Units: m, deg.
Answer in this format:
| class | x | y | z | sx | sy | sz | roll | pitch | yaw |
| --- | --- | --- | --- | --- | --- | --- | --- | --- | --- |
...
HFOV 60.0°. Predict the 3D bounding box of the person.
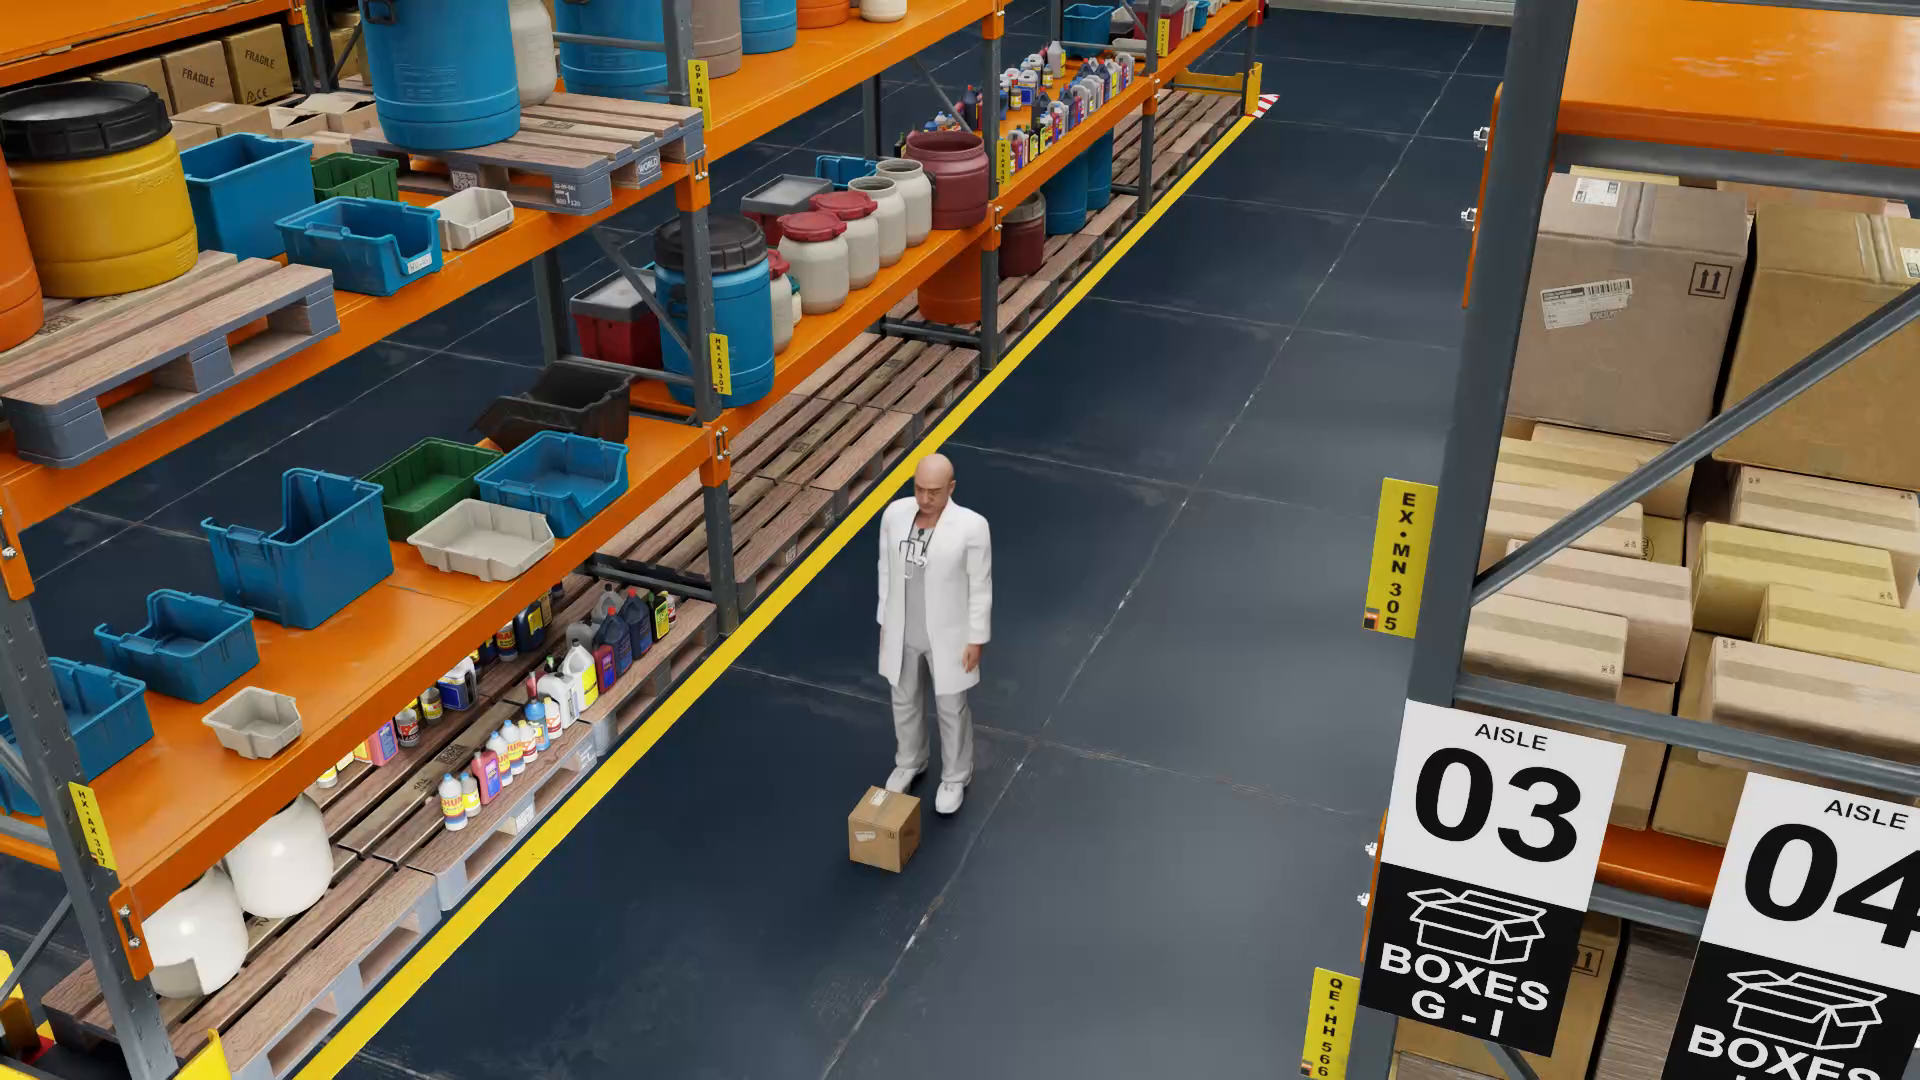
| class | x | y | z | sx | sy | sz | roll | pitch | yaw |
| --- | --- | --- | --- | --- | --- | --- | --- | --- | --- |
| person | -0.134 | 0.433 | 7.645 | 0.564 | 1.780 | 0.377 | 12 | 31 | 20 |
